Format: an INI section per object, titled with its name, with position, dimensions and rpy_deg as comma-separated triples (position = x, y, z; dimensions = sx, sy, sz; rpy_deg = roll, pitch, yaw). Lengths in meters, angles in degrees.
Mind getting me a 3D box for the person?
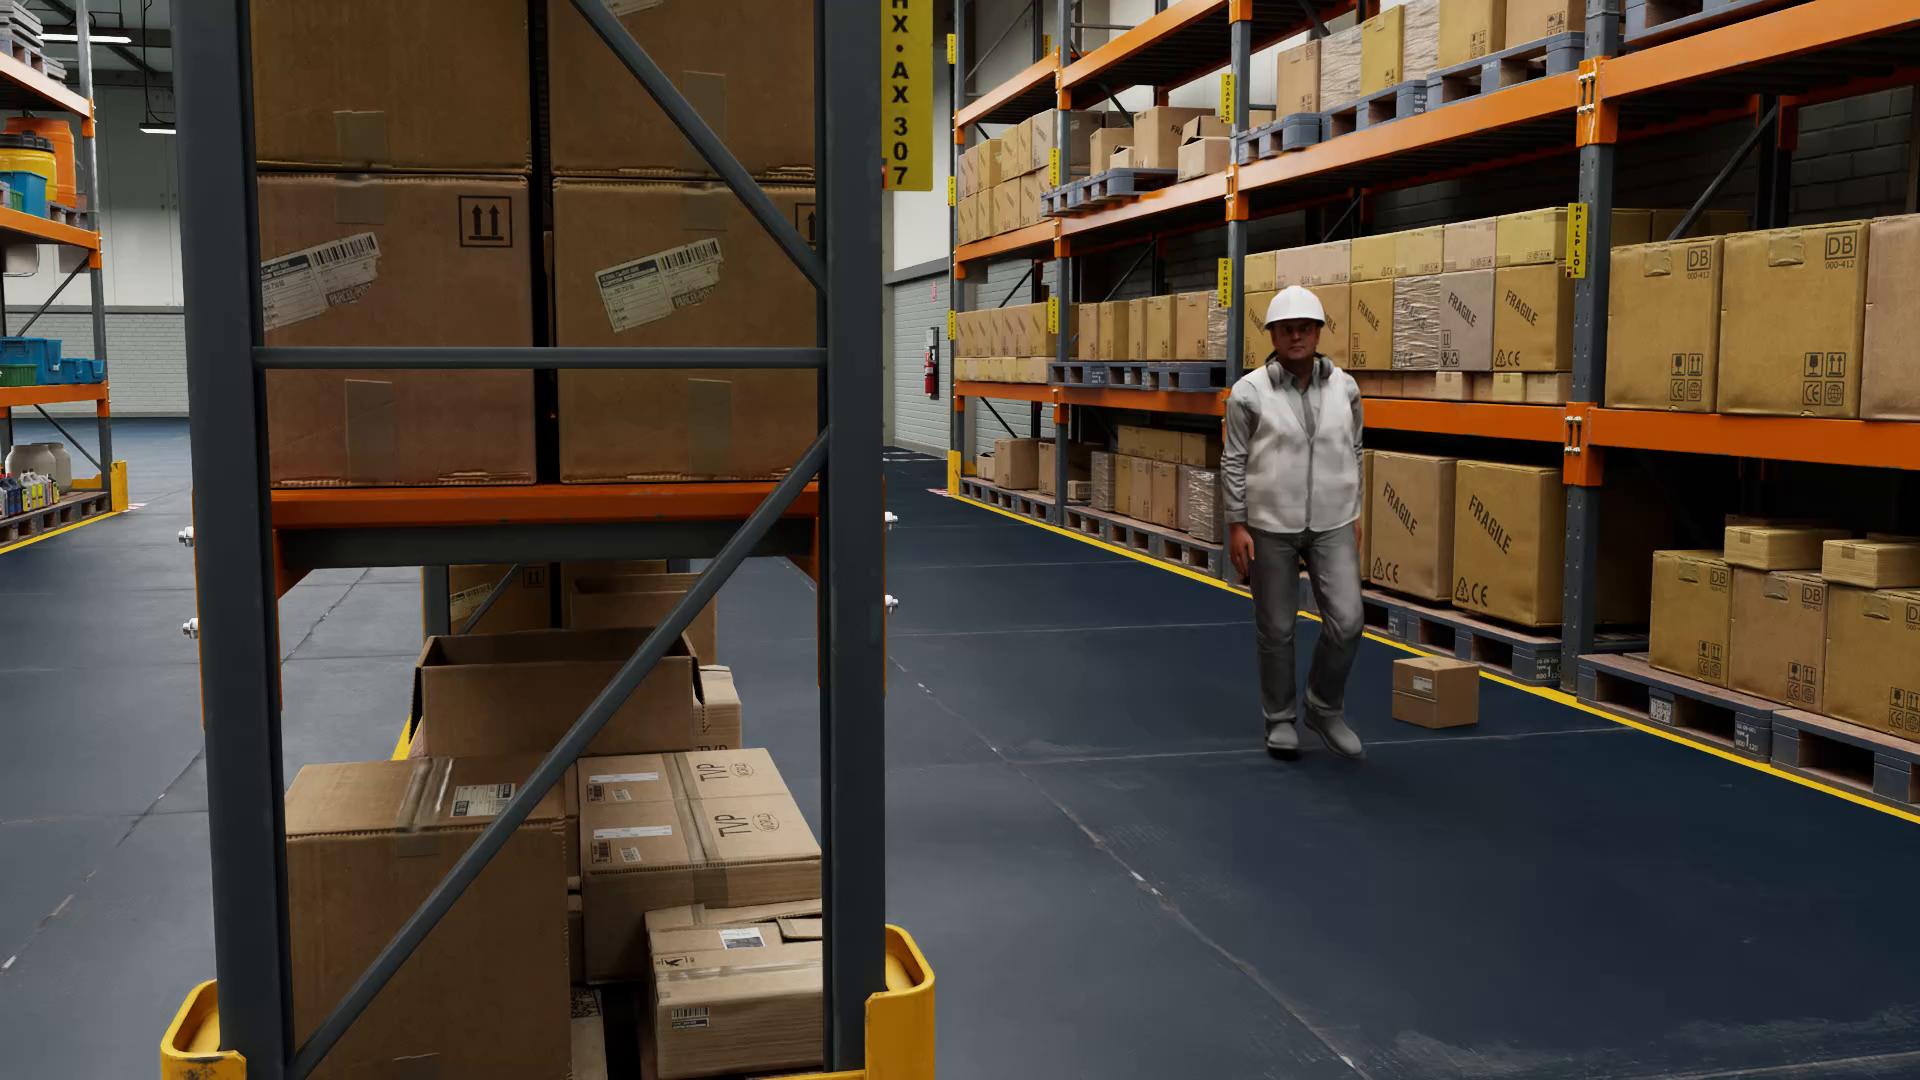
[person]
position = 1.251, -0.063, 6.245
dimensions = 0.564, 1.756, 0.535
rpy_deg = 0, 6, 0
